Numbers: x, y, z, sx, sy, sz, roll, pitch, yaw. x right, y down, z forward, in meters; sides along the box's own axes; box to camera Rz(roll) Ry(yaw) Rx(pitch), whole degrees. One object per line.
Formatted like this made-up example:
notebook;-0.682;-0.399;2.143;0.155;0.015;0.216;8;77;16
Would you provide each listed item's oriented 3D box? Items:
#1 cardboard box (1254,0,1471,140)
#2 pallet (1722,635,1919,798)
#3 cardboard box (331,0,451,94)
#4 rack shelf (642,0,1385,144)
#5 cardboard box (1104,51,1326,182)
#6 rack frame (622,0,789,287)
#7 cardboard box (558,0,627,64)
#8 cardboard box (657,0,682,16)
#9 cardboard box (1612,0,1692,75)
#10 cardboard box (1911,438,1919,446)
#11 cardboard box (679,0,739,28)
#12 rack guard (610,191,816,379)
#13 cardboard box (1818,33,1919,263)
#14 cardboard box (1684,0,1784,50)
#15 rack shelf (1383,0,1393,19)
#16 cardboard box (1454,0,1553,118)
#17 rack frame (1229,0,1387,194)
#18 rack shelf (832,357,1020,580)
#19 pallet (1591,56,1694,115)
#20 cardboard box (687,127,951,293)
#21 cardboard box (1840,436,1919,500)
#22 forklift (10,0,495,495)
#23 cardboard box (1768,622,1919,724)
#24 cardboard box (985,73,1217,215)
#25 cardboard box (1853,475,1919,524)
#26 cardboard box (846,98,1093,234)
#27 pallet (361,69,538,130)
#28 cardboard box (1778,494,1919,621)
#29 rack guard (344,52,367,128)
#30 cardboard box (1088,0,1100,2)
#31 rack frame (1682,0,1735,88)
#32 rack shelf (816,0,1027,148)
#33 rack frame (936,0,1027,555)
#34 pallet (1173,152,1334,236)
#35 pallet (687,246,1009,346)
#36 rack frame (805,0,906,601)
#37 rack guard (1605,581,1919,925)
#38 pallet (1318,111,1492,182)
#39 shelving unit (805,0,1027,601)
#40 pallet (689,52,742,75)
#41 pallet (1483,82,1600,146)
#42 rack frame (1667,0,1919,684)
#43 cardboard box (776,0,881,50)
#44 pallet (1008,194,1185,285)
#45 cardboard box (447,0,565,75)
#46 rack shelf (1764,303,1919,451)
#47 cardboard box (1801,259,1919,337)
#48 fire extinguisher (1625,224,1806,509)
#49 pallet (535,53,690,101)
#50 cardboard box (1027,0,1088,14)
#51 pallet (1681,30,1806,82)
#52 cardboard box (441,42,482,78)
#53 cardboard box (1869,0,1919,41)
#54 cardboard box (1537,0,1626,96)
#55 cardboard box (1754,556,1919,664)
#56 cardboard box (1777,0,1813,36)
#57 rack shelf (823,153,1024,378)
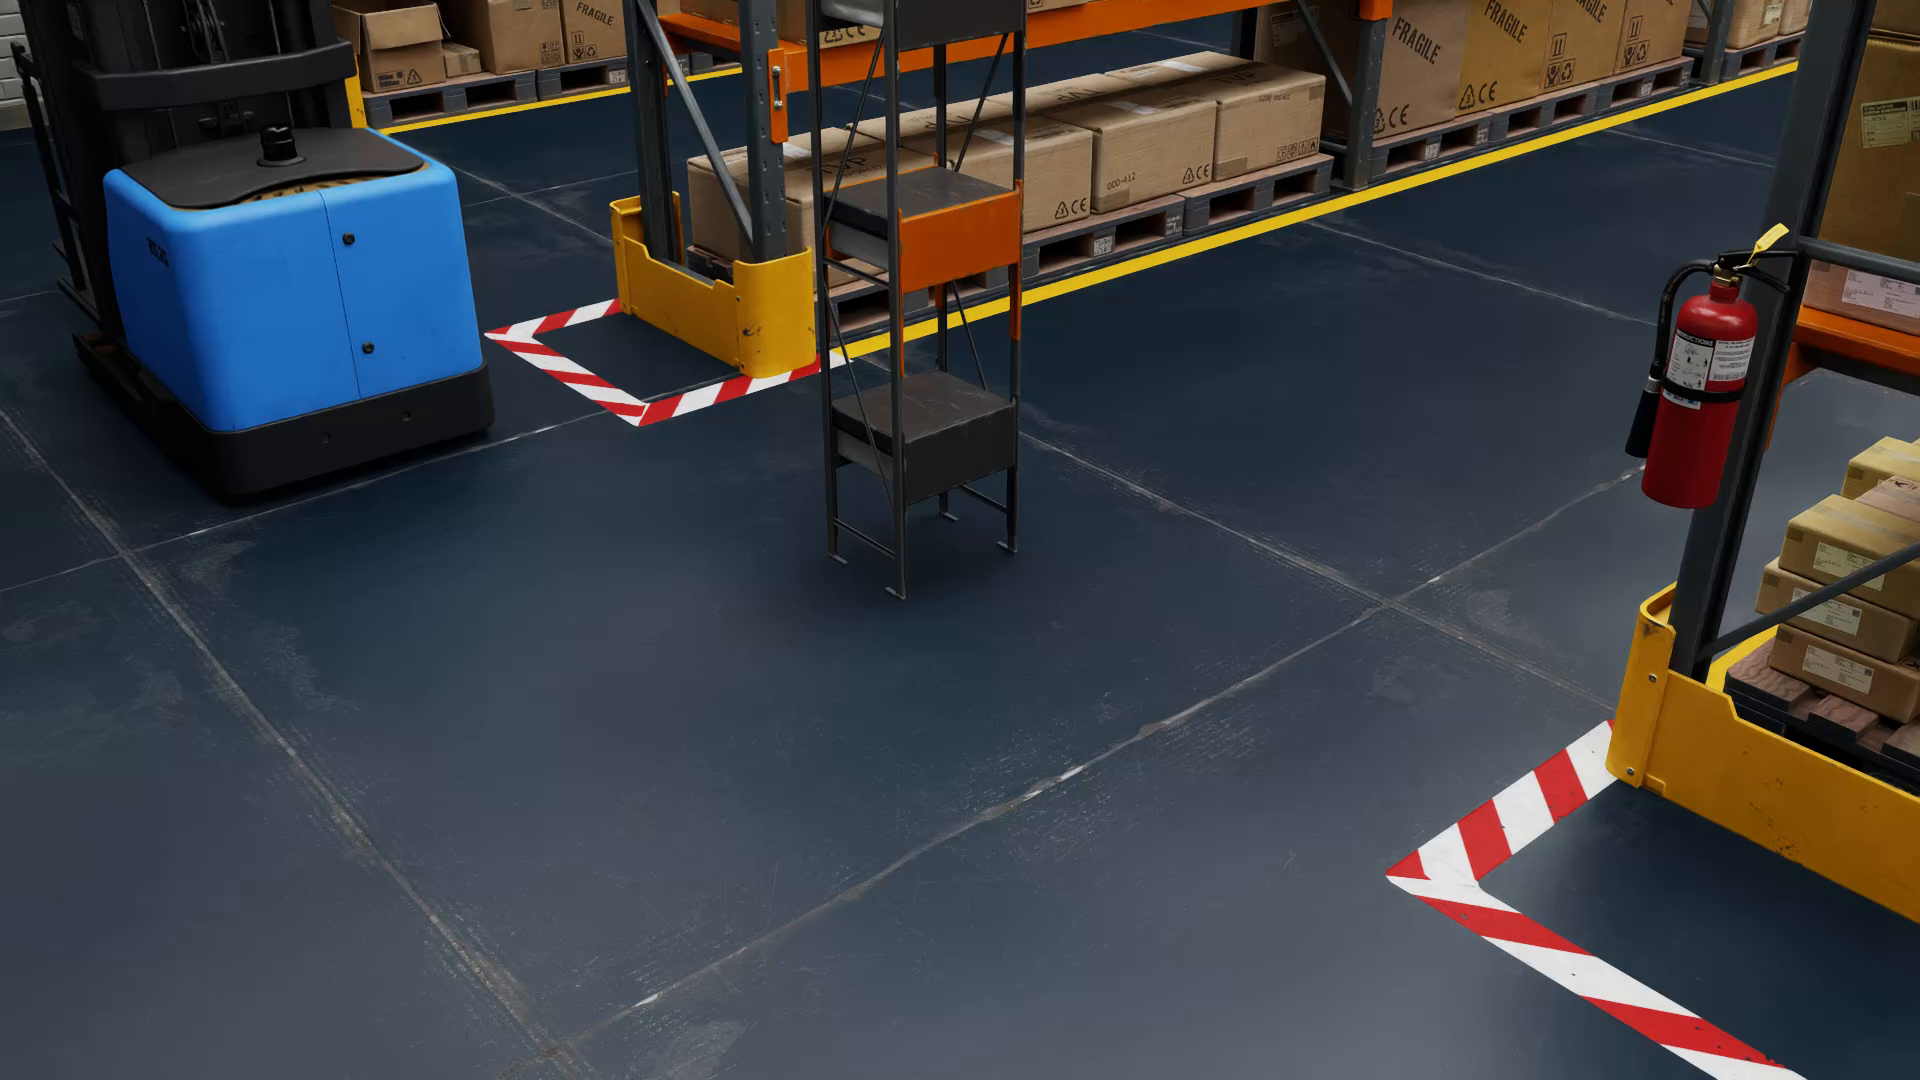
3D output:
cardboard box;2.376;-2.951;9.898;0.875;0.875;0.875;-21;34;-33
pallet;2.902;0.454;4.676;1.213;0.211;1.003;-22;35;-35
cardboard box;-3.784;-3.277;10.902;0.637;0.503;0.797;-24;36;-37
rack shelf;0.435;-2.555;8.112;4.000;0.370;1.077;-22;35;-35
cardboard box;1.409;-2.386;9.305;0.875;0.438;0.875;-22;35;-36
rack frame;-1.087;-2.261;6.798;0.127;3.000;1.000;-22;35;-35
cardboard box;-2.642;-3.649;11.601;0.500;0.500;0.500;-21;35;-34
cardboard box;-2.319;-3.840;11.960;0.500;0.500;0.700;-23;36;-37
cardboard box;4.420;-3.775;11.439;0.875;0.875;0.875;-22;35;-35
cardboard box;3.022;-0.197;4.885;0.250;0.149;0.380;-24;36;-37
cardboard box;-0.892;-2.547;7.228;0.500;0.500;0.500;-22;35;-35
rack guard;-1.105;-1.151;7.373;0.348;0.500;1.175;-22;35;-35
cardboard box;2.378;-0.922;3.870;0.500;0.500;0.500;-21;35;-34
cardboard box;5.436;-3.903;12.214;0.625;0.372;0.950;-25;37;-38
rack shelf;3.478;-3.779;10.402;4.000;0.370;1.077;-22;35;-35
cardboard box;3.058;-3.230;10.420;0.875;0.875;0.875;-21;34;-34
rack frame;1.956;-3.484;9.087;0.127;3.000;1.000;-22;35;-35
rack shelf;-0.126;-0.246;5.497;0.480;0.518;0.431;-22;35;-35
pallet;4.351;-3.264;11.634;1.213;0.211;1.003;-22;35;-35
cardboard box;-0.649;-1.554;7.747;0.875;0.438;0.875;-23;36;-37
cardboard box;2.784;-0.141;4.779;0.250;0.149;0.380;-23;36;-36
forklift;-3.125;-2.078;6.528;1.130;2.935;3.031;-21;35;-34
cardboard box;2.468;0.320;4.548;0.250;0.149;0.380;-21;35;-34
cardboard box;0.728;-2.112;8.792;0.875;0.438;0.875;-23;36;-36
cardboard box;2.670;-0.016;4.545;0.250;0.149;0.380;-21;35;-34
cardboard box;0.041;-1.837;8.277;0.875;0.438;0.875;-21;34;-34
pallet;-3.647;-3.077;11.284;1.213;0.211;1.003;-22;35;-35
cardboard box;2.441;0.040;4.440;0.250;0.149;0.380;-21;35;-34
rack guard;-4.253;-2.960;10.758;0.348;0.500;1.175;-22;35;-35
cardboard box;0.600;-2.822;7.741;0.500;0.500;0.500;-21;34;-33
rack frame;4.999;-4.708;11.377;0.127;3.000;1.000;-22;35;-35
rack shelf;-0.126;-1.481;4.837;0.480;0.518;0.431;-22;35;-35
rack frame;0.060;-0.950;5.300;0.015;2.100;0.400;-22;35;-35
pallet;1.327;-2.050;9.362;1.213;0.211;1.003;-22;35;-35
pallet;-0.529;-1.303;7.965;1.213;0.211;1.003;-22;35;-35
rack frame;-0.312;-0.801;5.021;0.015;2.100;0.400;-22;35;-35
rack guard;2.261;0.563;4.167;0.348;0.500;1.175;-22;35;-35
pallet;2.494;-2.517;10.237;1.213;0.211;1.003;-22;35;-35
shelving unit;-0.126;-0.875;5.160;0.503;2.100;0.431;-22;35;-35
pallet;-1.791;-3.823;12.680;1.213;0.211;1.003;-22;35;-35
pallet;3.423;-2.893;10.939;1.213;0.211;1.003;-22;35;-35
rack frame;2.203;-0.517;3.534;0.127;3.000;1.000;-22;35;-35
cardboard box;-0.535;-2.349;6.856;0.500;0.500;0.500;-22;35;-35
pallet;0.398;-1.675;8.660;1.213;0.211;1.003;-22;35;-35
cardboard box;-3.109;-3.523;11.366;0.500;0.500;0.700;-20;34;-33
rack shelf;3.725;-0.811;4.849;4.000;0.370;1.077;-22;35;-35
cardboard box;2.268;-0.607;3.970;0.250;0.149;0.380;-22;35;-35
fire extinguisher;1.712;-0.406;3.806;0.183;0.674;0.296;-22;35;-35
pallet;-2.720;-3.448;11.978;1.213;0.211;1.003;-22;35;-35
cardboard box;0.230;-2.662;7.444;0.500;0.500;0.500;-22;35;-35
pallet;5.595;-3.717;12.481;1.213;0.211;1.003;-22;35;-35
cardboard box;-3.436;-3.236;11.202;0.250;0.149;0.380;-24;36;-37
cardboard box;2.390;-1.362;3.634;0.500;0.500;0.500;-23;36;-36
cardboard box;3.739;-3.503;10.931;0.875;0.875;0.875;-21;35;-34
cardboard box;2.419;0.161;4.531;0.250;0.149;0.380;-23;36;-36
cardboard box;5.992;-4.132;12.642;0.625;0.372;0.950;-23;36;-36
rack shelf;-0.126;-0.863;5.167;0.480;0.518;0.431;-22;35;-35
